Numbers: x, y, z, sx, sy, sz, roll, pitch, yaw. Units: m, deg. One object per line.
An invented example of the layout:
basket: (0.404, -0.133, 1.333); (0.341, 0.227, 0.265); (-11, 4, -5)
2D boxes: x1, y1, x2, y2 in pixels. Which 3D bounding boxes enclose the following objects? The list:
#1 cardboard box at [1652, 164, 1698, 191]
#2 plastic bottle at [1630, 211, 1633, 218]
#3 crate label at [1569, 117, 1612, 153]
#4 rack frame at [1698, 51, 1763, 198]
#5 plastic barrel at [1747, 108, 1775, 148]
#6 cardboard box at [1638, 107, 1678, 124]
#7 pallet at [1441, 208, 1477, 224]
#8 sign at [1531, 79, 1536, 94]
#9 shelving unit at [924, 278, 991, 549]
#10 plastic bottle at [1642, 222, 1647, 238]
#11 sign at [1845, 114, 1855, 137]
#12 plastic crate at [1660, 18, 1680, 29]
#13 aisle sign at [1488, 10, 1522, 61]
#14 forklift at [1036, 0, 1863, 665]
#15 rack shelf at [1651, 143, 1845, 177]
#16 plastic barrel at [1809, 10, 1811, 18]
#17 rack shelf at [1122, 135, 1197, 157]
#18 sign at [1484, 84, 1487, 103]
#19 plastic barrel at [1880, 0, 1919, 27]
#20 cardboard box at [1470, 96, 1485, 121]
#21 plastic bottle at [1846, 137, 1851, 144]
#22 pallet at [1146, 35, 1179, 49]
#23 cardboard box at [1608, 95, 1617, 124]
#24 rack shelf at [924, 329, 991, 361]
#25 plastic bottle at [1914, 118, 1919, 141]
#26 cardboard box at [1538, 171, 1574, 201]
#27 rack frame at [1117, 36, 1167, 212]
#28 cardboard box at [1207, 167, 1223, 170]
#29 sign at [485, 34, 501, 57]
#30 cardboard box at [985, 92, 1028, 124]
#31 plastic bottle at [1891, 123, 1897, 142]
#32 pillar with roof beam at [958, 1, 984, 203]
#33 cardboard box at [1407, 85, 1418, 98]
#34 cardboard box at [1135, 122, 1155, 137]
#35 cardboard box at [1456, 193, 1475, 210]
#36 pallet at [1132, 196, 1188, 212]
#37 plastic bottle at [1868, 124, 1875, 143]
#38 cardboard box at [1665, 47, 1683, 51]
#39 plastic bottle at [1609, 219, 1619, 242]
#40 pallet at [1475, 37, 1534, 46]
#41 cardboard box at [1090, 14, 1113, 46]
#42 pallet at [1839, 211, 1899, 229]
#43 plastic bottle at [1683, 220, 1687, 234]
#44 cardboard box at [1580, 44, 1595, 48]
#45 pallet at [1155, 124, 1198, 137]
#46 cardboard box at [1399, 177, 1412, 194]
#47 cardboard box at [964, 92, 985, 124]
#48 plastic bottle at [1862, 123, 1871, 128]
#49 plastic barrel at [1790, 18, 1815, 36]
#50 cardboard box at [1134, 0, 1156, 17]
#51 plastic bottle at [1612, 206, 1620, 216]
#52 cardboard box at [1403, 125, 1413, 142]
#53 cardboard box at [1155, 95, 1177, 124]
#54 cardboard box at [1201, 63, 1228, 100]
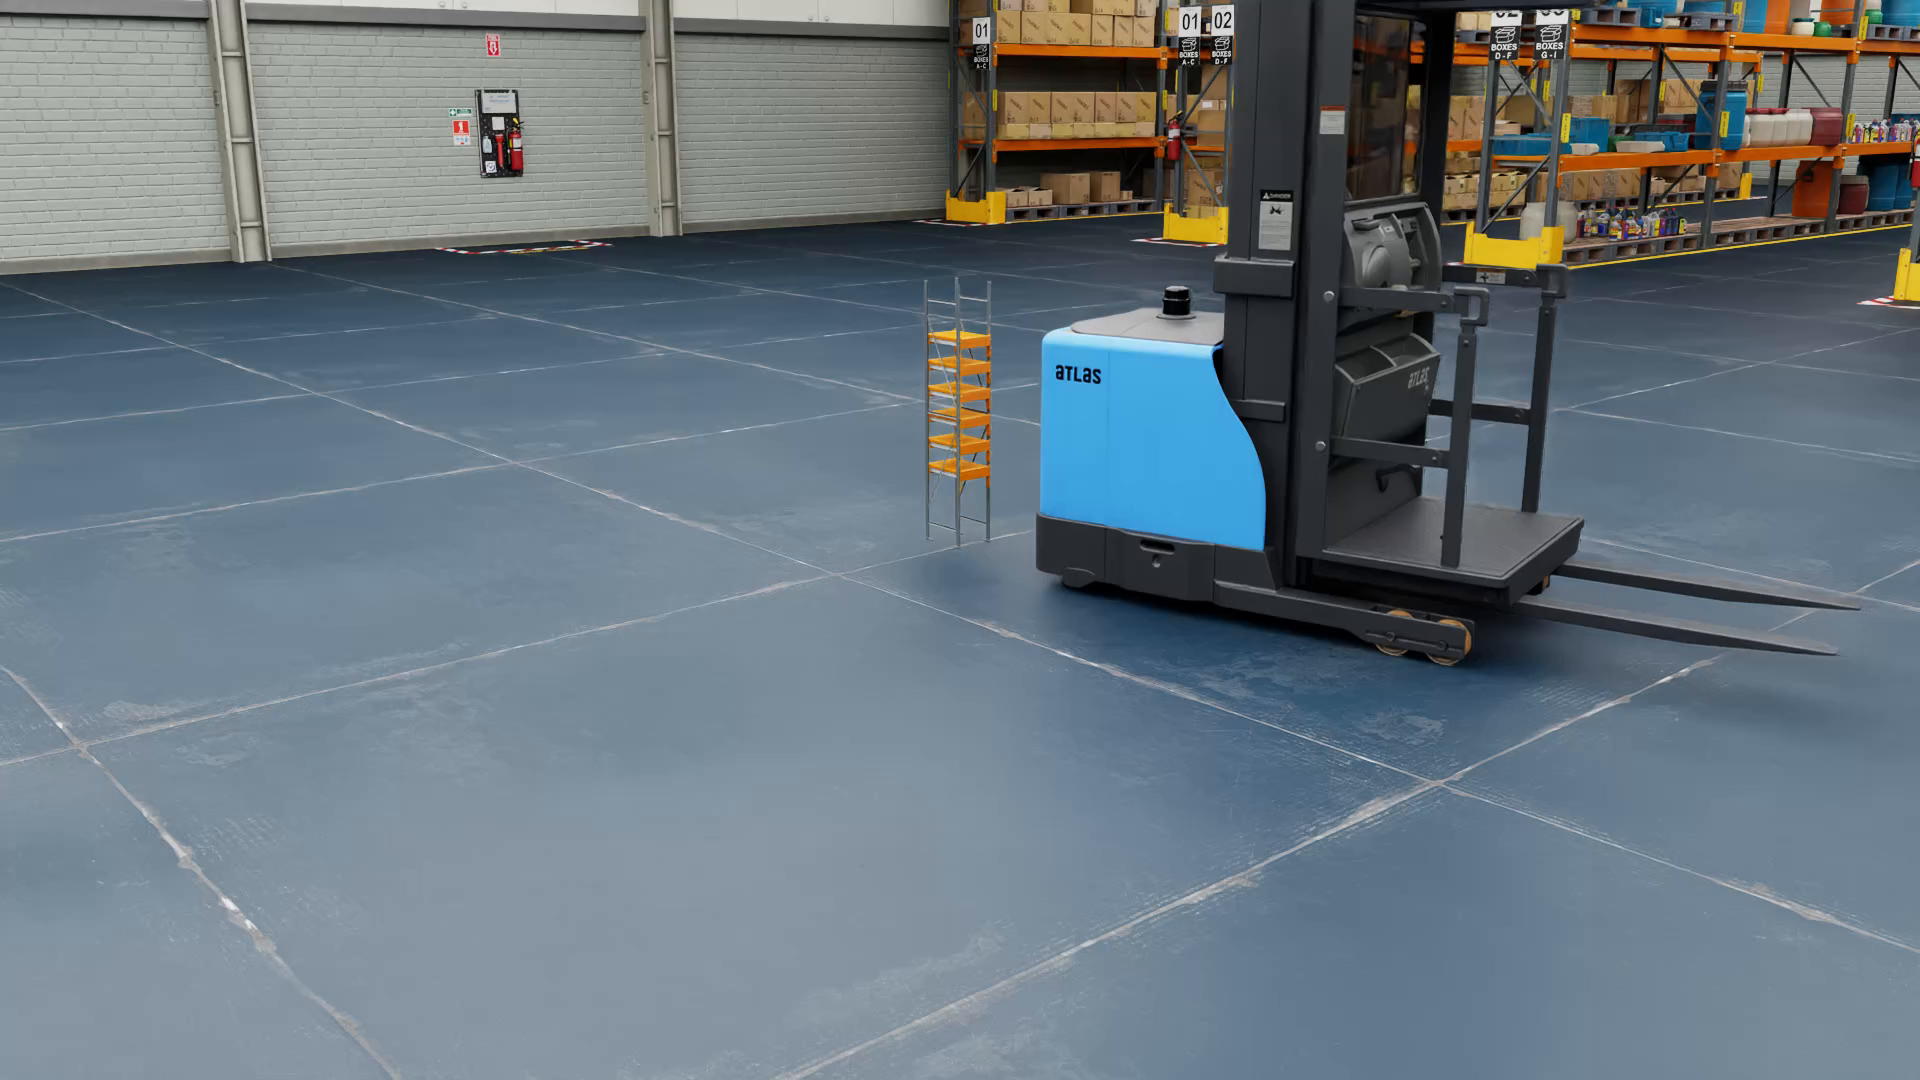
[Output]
cardboard box: (13.919, -7.100, 32.502); (0.637, 0.503, 0.797); (-13, 19, -39)
plastic bottle: (9.035, -4.305, 22.464); (0.133, 0.283, 0.061); (-13, 19, -39)
crate label: (7.912, -5.158, 21.178); (0.616, 0.435, 0.502); (-13, 19, -39)
rack frame: (15.522, -8.452, 33.578); (0.127, 3.000, 1.000); (-13, 19, -39)
plastic barrel: (11.138, -5.763, 23.250); (0.433, 0.535, 0.433); (0, 15, 0)
cardboard box: (13.068, -7.856, 31.153); (0.500, 0.500, 0.500); (-12, 19, -38)
pallet: (7.921, -5.412, 27.601); (1.213, 0.211, 1.003); (-13, 19, -39)
sign: (12.614, -9.981, 36.602); (0.005, 0.325, 0.100); (-13, 19, -39)
shelving unit: (-0.011, -0.577, 7.586); (0.189, 1.200, 0.258); (-13, 19, -39)
plastic bottle: (8.837, -4.010, 21.519); (0.097, 0.201, 0.097); (0, 15, 0)
sign: (13.103, -6.104, 24.474); (0.005, 0.325, 0.100); (-13, 19, -39)
plastic crate: (8.773, -6.425, 20.689); (0.396, 0.136, 0.243); (-13, 19, -39)
aisle sign: (6.452, -6.078, 19.654); (0.004, 0.787, 0.394); (-13, 19, -39)
forklift: (1.825, -1.116, 6.248); (3.031, 2.935, 1.130); (10, 18, 33)
rack shelf: (11.227, -5.445, 23.716); (4.000, 0.370, 1.077); (-13, 19, -39)
plastic barrel: (12.301, -7.642, 24.517); (0.421, 0.512, 0.421); (0, 15, 0)
rack shelf: (4.724, -7.374, 30.937); (4.000, 0.370, 1.077); (-13, 19, -39)
sign: (9.124, -7.721, 28.755); (0.005, 0.325, 0.100); (-13, 19, -39)
plastic barrel: (14.567, -8.384, 25.729); (0.708, 0.901, 0.600); (-13, 19, -39)
cardboard box: (10.767, -9.219, 35.870); (0.700, 0.700, 0.980); (-14, 20, -42)
plastic bottle: (13.275, -6.082, 24.947); (0.135, 0.276, 0.152); (-13, 19, -39)
pallet: (3.751, -8.825, 29.527); (1.003, 0.211, 1.213); (-13, 19, -39)
cardboard box: (11.524, -7.860, 30.354); (0.500, 0.500, 0.700); (-9, 17, -31)
rack shelf: (-0.011, -0.882, 7.505); (0.180, 0.103, 0.258); (-13, 19, -39)
plastic bottle: (15.275, -6.566, 26.614); (0.185, 0.351, 0.144); (-13, 19, -39)
cardboard box: (10.410, -6.212, 29.187); (0.500, 0.500, 0.500); (-14, 20, -41)
rack frame: (3.215, -7.382, 29.575); (0.127, 3.000, 1.000); (-13, 19, -39)
cardboard box: (4.528, -6.691, 30.979); (0.500, 0.500, 0.700); (-12, 19, -39)
sign: (-6.329, -6.702, 22.537); (0.199, 0.298, 0.001); (-13, 19, -39)
cardboard box: (0.755, -7.027, 27.042); (0.500, 0.500, 0.500); (-13, 19, -39)
plastic bottle: (14.592, -6.365, 25.994); (0.133, 0.283, 0.061); (-13, 19, -39)
pillar with roof beam: (2.984, -9.052, 24.201); (0.400, 9.000, 9.100); (-13, 19, -39)
cardboard box: (9.066, -9.173, 34.016); (0.500, 0.250, 0.500); (-12, 19, -38)
cardboard box: (3.057, -7.180, 29.071); (0.500, 0.250, 0.500); (-13, 19, -39)
cardboard box: (8.097, -5.574, 27.319); (0.500, 0.250, 0.500); (-12, 19, -38)
pallet: (3.802, -6.167, 30.430); (1.213, 0.211, 1.003); (-13, 19, -39)
plastic bottle: (13.929, -6.217, 25.437); (0.133, 0.283, 0.061); (-13, 19, -39)
cardboard box: (13.034, -9.185, 30.801); (0.500, 0.250, 0.500); (-13, 19, -39)
plastic bottle: (8.273, -3.917, 21.036); (0.097, 0.271, 0.097); (0, 15, 0)
pallet: (9.034, -8.322, 27.646); (1.003, 0.211, 1.213); (-12, 19, -37)
cardboard box: (2.214, -8.571, 27.982); (0.500, 0.500, 0.500); (-14, 20, -41)
pallet: (14.223, -5.131, 26.552); (1.213, 0.211, 1.003); (-13, 19, -39)
plastic bottle: (9.650, -4.192, 22.202); (0.097, 0.201, 0.097); (0, 15, 0)
cardboard box: (10.571, -8.849, 29.059); (0.500, 0.500, 0.910); (-13, 19, -39)
pallet: (3.887, -7.391, 29.979); (1.213, 0.211, 1.003); (-13, 19, -39)
cardboard box: (6.945, -5.586, 26.276); (0.500, 0.311, 0.500); (-13, 19, -39)
cardboard box: (0.414, -7.126, 27.413); (0.500, 0.500, 0.500); (-13, 20, -40)
plastic bottle: (14.556, -6.558, 26.731); (0.135, 0.276, 0.152); (-13, 19, -39)
plastic barrel: (11.930, -7.253, 23.546); (0.301, 0.262, 0.301); (0, 15, 0)
cardboard box: (3.015, -9.235, 28.528); (0.500, 0.500, 0.500); (14, 20, 42)
plastic bottle: (8.837, -4.331, 22.431); (0.185, 0.351, 0.144); (-12, 19, -38)
cardboard box: (6.813, -6.438, 26.331); (0.500, 0.250, 0.500); (-11, 19, -36)
cardboard box: (3.622, -7.723, 29.804); (0.500, 0.500, 0.700); (-13, 19, -39)
cardboard box: (3.853, -6.502, 23.571); (0.500, 0.500, 0.700); (-13, 19, -39)
